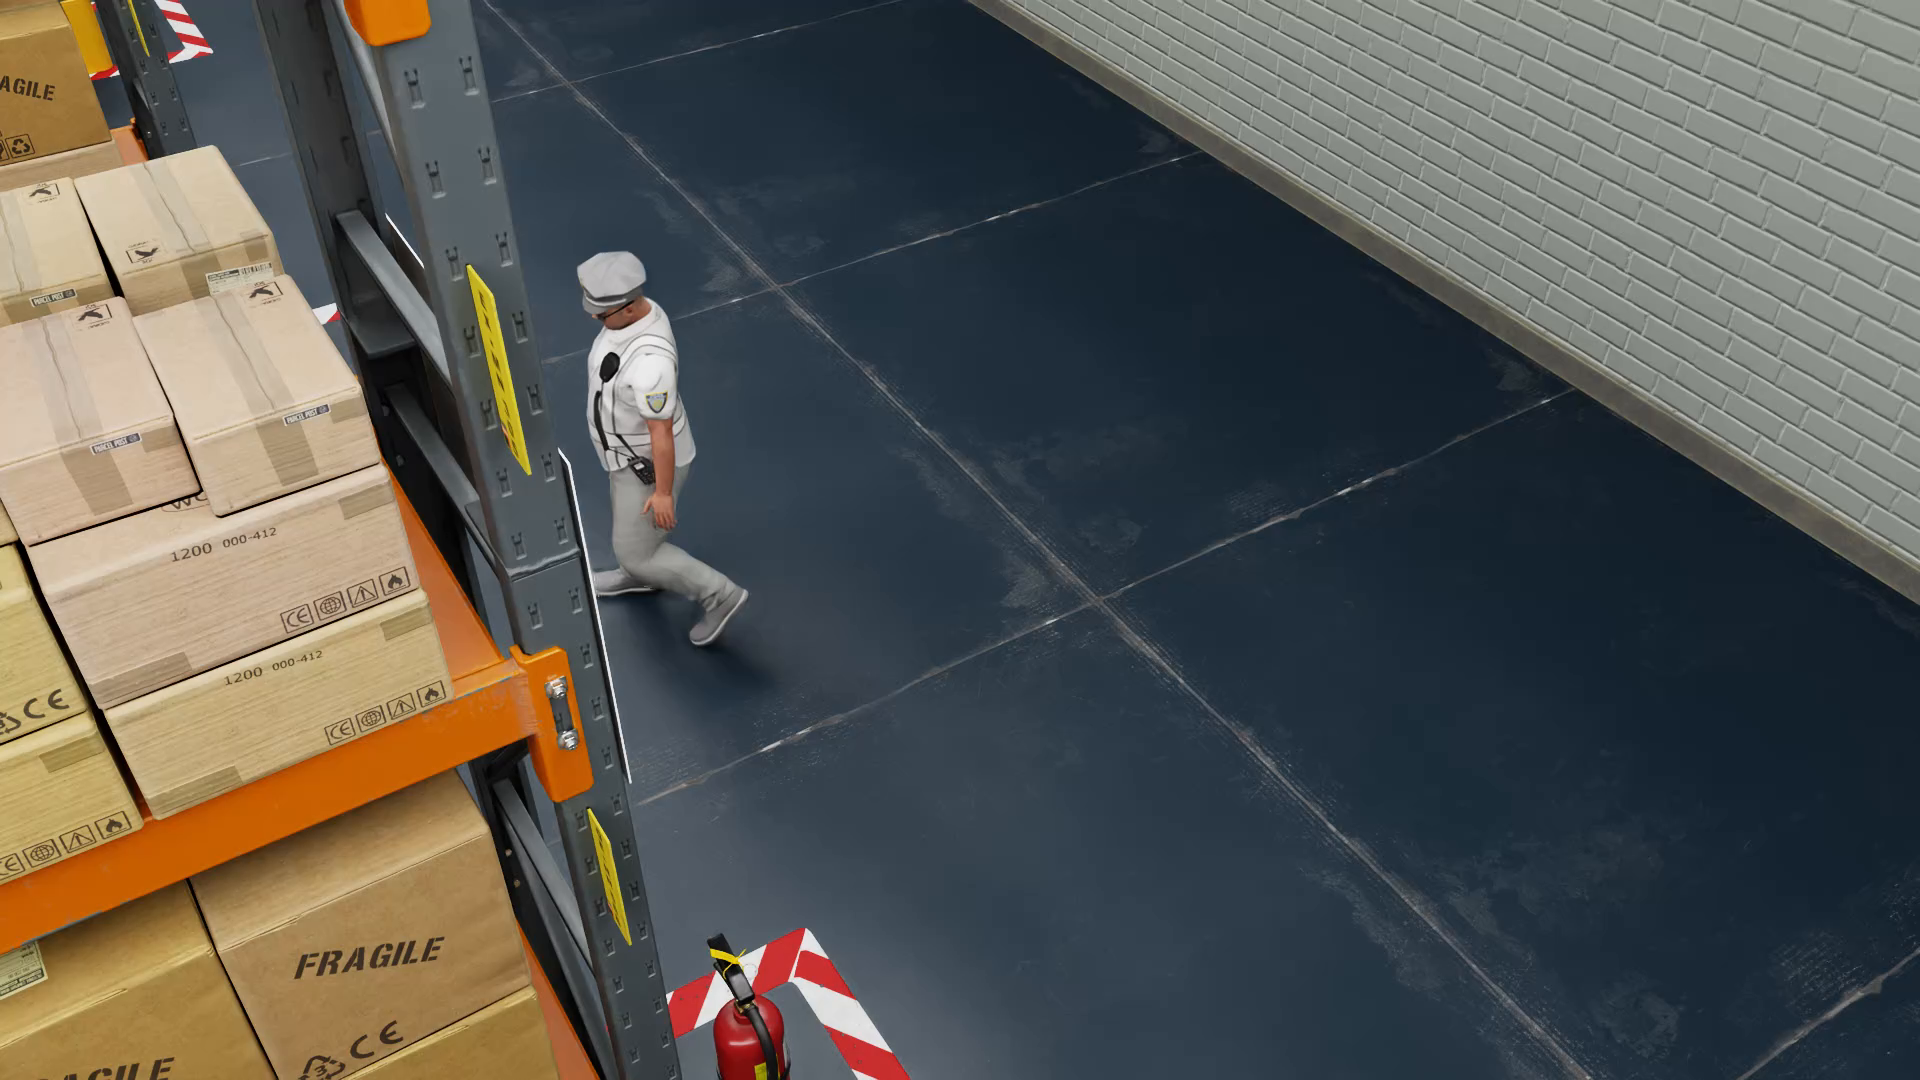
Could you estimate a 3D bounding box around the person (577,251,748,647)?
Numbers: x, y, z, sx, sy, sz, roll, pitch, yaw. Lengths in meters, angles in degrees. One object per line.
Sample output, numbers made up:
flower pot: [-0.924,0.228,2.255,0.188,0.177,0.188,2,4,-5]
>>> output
person: [-1.261,-0.349,6.562,0.630,1.740,0.658,-10,42,-11]
